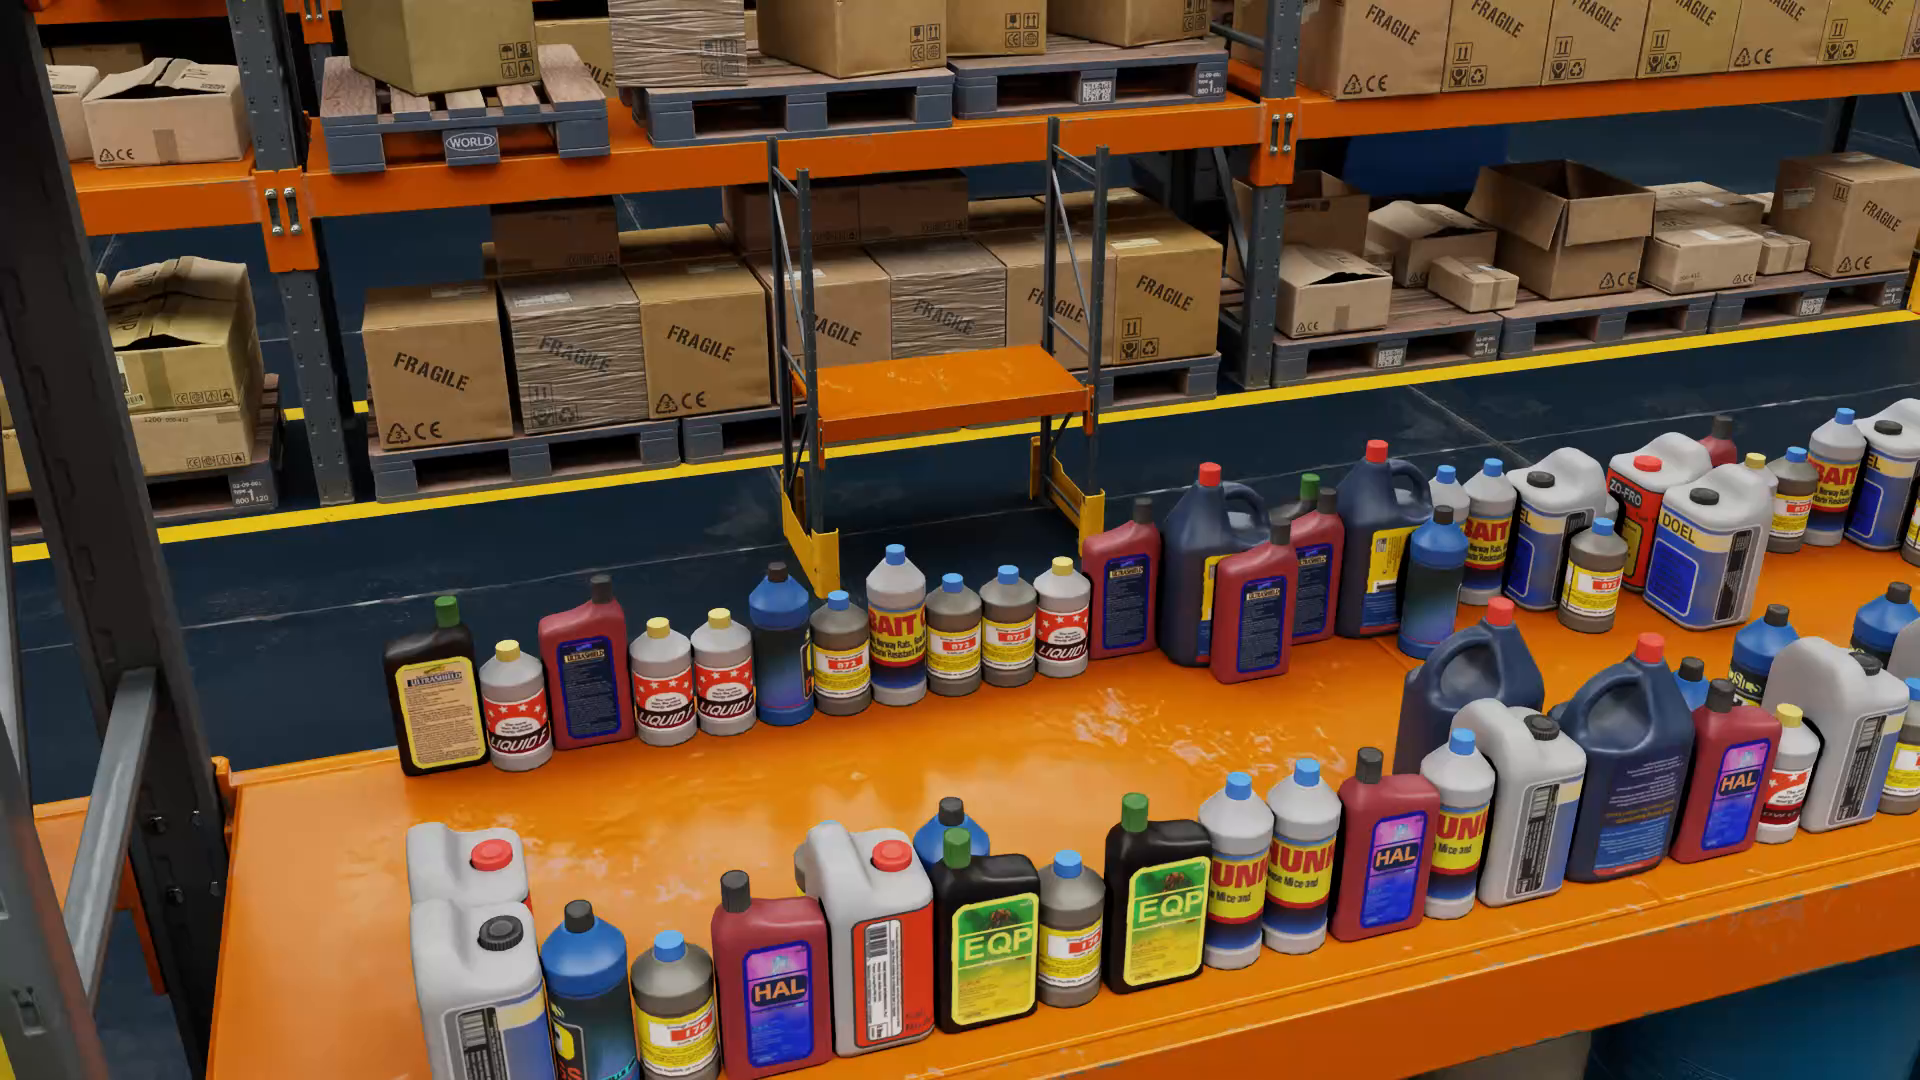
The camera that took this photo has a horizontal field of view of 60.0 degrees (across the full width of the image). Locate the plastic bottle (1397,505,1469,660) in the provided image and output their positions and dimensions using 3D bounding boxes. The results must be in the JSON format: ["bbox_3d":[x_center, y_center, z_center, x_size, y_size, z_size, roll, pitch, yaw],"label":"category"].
[{"bbox_3d":[0.823,0.068,2.884,0.097,0.271,0.097,0,26,0],"label":"plastic bottle"}]

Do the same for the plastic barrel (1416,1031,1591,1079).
[{"bbox_3d":[0.981,0.988,3.213,0.421,0.512,0.421,0,26,0],"label":"plastic barrel"}]

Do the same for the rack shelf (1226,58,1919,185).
[{"bbox_3d":[3.113,-2.192,8.101,4.000,0.370,1.077,-8,28,-16],"label":"rack shelf"}]

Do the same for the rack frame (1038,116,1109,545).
[{"bbox_3d":[0.402,-0.730,6.034,0.032,1.500,0.500,-8,28,-16],"label":"rack frame"}]

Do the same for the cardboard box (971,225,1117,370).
[{"bbox_3d":[0.358,-1.063,7.333,0.500,0.500,0.500,-8,28,-16],"label":"cardboard box"}]

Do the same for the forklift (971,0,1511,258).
[{"bbox_3d":[1.615,-3.159,9.317,3.031,2.935,1.130,-6,27,-11],"label":"forklift"}]

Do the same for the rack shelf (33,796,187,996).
[{"bbox_3d":[-2.964,1.005,1.662,4.000,0.370,1.077,-8,28,-16],"label":"rack shelf"}]

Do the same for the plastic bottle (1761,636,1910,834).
[{"bbox_3d":[1.291,0.273,2.467,0.135,0.276,0.152,-8,28,-16],"label":"plastic bottle"}]

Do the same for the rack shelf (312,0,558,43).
[{"bbox_3d":[-2.228,-3.735,11.209,4.000,0.370,1.077,-8,28,-16],"label":"rack shelf"}]

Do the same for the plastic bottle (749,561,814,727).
[{"bbox_3d":[-0.290,0.162,2.696,0.097,0.271,0.097,0,26,0],"label":"plastic bottle"}]

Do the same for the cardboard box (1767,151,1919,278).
[{"bbox_3d":[4.573,-1.688,8.593,0.500,0.500,0.500,-8,28,-16],"label":"cardboard box"}]

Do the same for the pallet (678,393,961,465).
[{"bbox_3d":[-0.713,-0.692,7.407,1.213,0.211,1.003,-8,28,-16],"label":"pallet"}]

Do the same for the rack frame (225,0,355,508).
[{"bbox_3d":[-2.593,-1.688,6.277,0.127,3.000,1.000,-8,28,-16],"label":"rack frame"}]

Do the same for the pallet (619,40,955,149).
[{"bbox_3d":[-0.745,-1.872,6.863,1.213,0.211,1.003,-8,28,-16],"label":"pallet"}]

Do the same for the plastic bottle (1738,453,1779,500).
[{"bbox_3d":[1.531,-0.071,3.242,0.097,0.201,0.097,0,26,0],"label":"plastic bottle"}]

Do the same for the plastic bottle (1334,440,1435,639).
[{"bbox_3d":[0.744,-0.013,2.958,0.185,0.351,0.144,-8,28,-16],"label":"plastic bottle"}]

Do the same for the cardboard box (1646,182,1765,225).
[{"bbox_3d":[3.934,-1.731,8.961,0.500,0.250,0.500,-8,28,-16],"label":"cardboard box"}]

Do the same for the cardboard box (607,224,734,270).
[{"bbox_3d":[-1.284,-1.065,7.337,0.500,0.500,0.500,-9,28,-18],"label":"cardboard box"}]

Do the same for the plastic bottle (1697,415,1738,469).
[{"bbox_3d":[1.416,-0.099,3.208,0.133,0.283,0.061,-8,28,-16],"label":"plastic bottle"}]

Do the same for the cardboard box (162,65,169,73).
[{"bbox_3d":[-5.324,-2.716,10.665,0.500,0.500,0.700,-8,28,-16],"label":"cardboard box"}]

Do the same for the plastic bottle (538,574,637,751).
[{"bbox_3d":[-0.590,0.191,2.623,0.133,0.283,0.061,-8,28,-16],"label":"plastic bottle"}]

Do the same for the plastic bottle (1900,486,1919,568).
[{"bbox_3d":[1.892,-0.052,3.204,0.097,0.201,0.097,0,26,0],"label":"plastic bottle"}]

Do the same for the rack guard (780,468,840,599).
[{"bbox_3d":[-0.546,-0.033,6.035,0.087,0.250,0.587,-8,28,-16],"label":"rack guard"}]

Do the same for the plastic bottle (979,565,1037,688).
[{"bbox_3d":[0.081,0.139,2.819,0.097,0.201,0.097,0,26,0],"label":"plastic bottle"}]

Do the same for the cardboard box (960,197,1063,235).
[{"bbox_3d":[0.172,-1.274,7.760,0.500,0.500,0.500,-8,27,-15],"label":"cardboard box"}]

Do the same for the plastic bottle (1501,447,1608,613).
[{"bbox_3d":[1.082,-0.026,3.069,0.135,0.276,0.152,-8,28,-16],"label":"plastic bottle"}]

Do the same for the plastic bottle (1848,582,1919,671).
[{"bbox_3d":[1.455,0.193,2.633,0.097,0.271,0.097,0,26,0],"label":"plastic bottle"}]

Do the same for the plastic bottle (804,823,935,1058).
[{"bbox_3d":[-0.111,0.476,2.058,0.135,0.276,0.152,-8,28,-16],"label":"plastic bottle"}]

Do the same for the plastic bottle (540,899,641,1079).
[{"bbox_3d":[-0.432,0.537,1.939,0.097,0.271,0.097,0,26,0],"label":"plastic bottle"}]

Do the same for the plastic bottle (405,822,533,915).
[{"bbox_3d":[-0.598,0.475,2.059,0.135,0.276,0.152,-8,28,-16],"label":"plastic bottle"}]

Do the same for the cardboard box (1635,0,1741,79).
[{"bbox_3d":[3.225,-2.449,7.697,0.500,0.500,0.500,-9,28,-17],"label":"cardboard box"}]

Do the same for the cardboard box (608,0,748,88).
[{"bbox_3d":[-1.100,-2.100,6.523,0.500,0.500,0.700,-3,27,-6],"label":"cardboard box"}]

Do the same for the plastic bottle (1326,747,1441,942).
[{"bbox_3d":[0.562,0.396,2.209,0.133,0.283,0.061,-8,28,-16],"label":"plastic bottle"}]

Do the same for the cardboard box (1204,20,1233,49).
[{"bbox_3d":[1.888,-3.675,12.618,0.500,0.500,0.700,-9,28,-18],"label":"cardboard box"}]

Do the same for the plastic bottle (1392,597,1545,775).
[{"bbox_3d":[0.746,0.249,2.431,0.185,0.351,0.144,-8,28,-16],"label":"plastic bottle"}]

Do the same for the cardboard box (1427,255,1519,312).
[{"bbox_3d":[2.496,-1.256,8.099,0.250,0.166,0.380,-8,28,-16],"label":"cardboard box"}]

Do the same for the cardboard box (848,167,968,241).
[{"bbox_3d":[-0.275,-1.551,7.473,0.500,0.250,0.500,-8,28,-16],"label":"cardboard box"}]

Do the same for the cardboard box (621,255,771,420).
[{"bbox_3d":[-1.097,-0.849,6.902,0.500,0.500,0.500,-9,28,-17],"label":"cardboard box"}]

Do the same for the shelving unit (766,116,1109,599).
[{"bbox_3d":[-0.072,-0.661,5.895,1.083,1.500,0.587,-8,28,-16],"label":"shelving unit"}]

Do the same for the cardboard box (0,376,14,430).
[{"bbox_3d":[-3.506,-0.645,6.165,0.500,0.311,0.500,-9,28,-17],"label":"cardboard box"}]

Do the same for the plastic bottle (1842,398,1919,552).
[{"bbox_3d":[1.835,-0.135,3.289,0.135,0.276,0.152,-8,28,-16],"label":"plastic bottle"}]

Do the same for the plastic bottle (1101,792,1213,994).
[{"bbox_3d":[0.250,0.442,2.118,0.133,0.283,0.061,-8,28,-16],"label":"plastic bottle"}]

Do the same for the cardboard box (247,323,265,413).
[{"bbox_3d":[-3.181,-0.696,6.900,0.500,0.250,0.500,-8,28,-16],"label":"cardboard box"}]

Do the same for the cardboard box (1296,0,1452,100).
[{"bbox_3d":[1.780,-2.239,7.273,0.500,0.500,0.500,-8,27,-15],"label":"cardboard box"}]

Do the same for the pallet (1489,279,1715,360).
[{"bbox_3d":[3.026,-1.253,8.538,1.213,0.211,1.003,-8,28,-16],"label":"pallet"}]

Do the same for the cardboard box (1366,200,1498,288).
[{"bbox_3d":[2.378,-1.533,8.494,0.500,0.311,0.500,-8,28,-16],"label":"cardboard box"}]

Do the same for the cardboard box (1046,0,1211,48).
[{"bbox_3d":[0.691,-2.501,7.330,0.500,0.500,0.700,-19,32,-33],"label":"cardboard box"}]

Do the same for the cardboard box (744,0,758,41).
[{"bbox_3d":[-1.749,-3.290,11.449,0.750,0.750,0.750,-7,27,-15],"label":"cardboard box"}]

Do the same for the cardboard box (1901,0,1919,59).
[{"bbox_3d":[4.673,-2.658,8.117,0.500,0.500,0.500,-7,27,-15],"label":"cardboard box"}]

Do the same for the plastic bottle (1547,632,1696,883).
[{"bbox_3d":[0.921,0.295,2.338,0.185,0.351,0.144,-8,28,-16],"label":"plastic bottle"}]

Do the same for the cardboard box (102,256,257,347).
[{"bbox_3d":[-3.181,-0.948,6.775,0.500,0.311,0.500,-7,27,-14],"label":"cardboard box"}]
